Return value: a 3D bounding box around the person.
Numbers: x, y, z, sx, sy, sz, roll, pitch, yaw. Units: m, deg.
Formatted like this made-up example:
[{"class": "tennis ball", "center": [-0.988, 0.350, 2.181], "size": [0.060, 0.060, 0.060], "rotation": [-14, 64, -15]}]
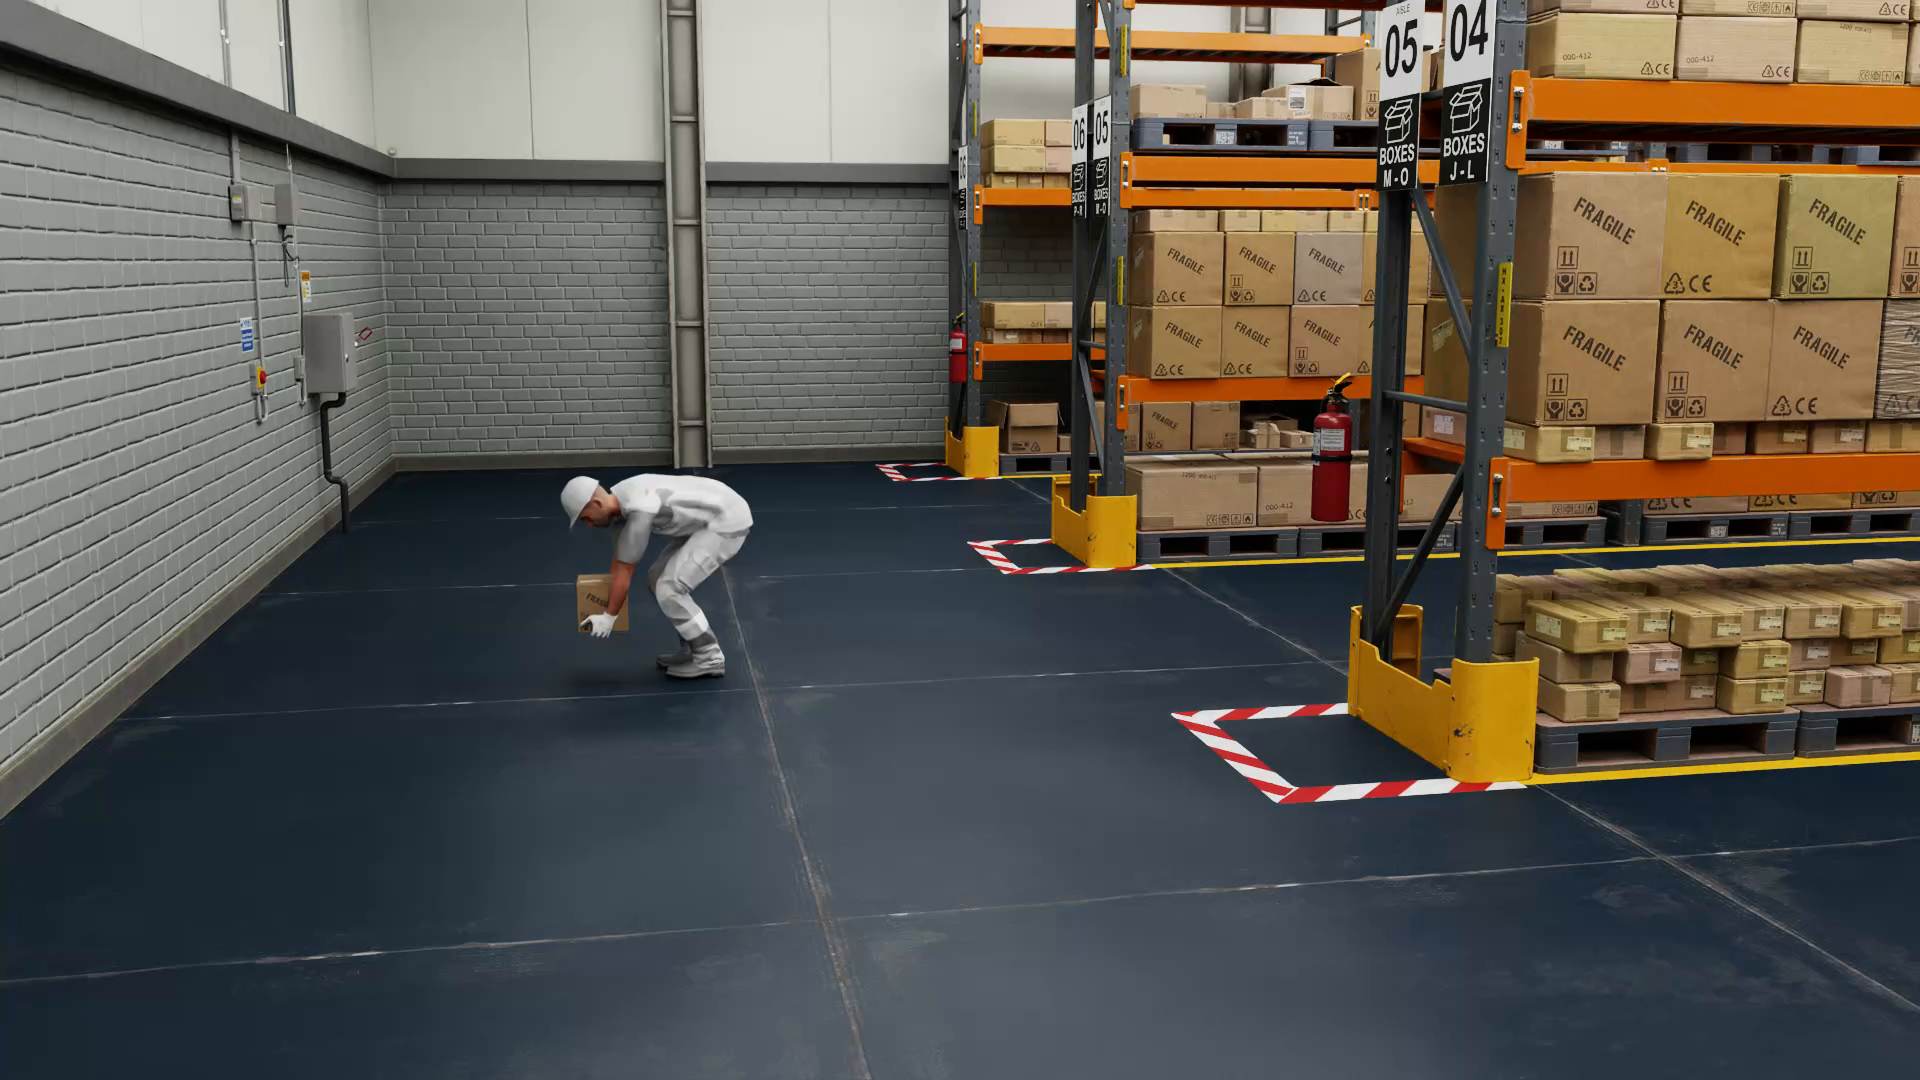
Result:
[{"class": "person", "center": [-1.539, 0.176, 8.526], "size": [0.959, 1.038, 0.528], "rotation": [-2, 10, -14]}]
